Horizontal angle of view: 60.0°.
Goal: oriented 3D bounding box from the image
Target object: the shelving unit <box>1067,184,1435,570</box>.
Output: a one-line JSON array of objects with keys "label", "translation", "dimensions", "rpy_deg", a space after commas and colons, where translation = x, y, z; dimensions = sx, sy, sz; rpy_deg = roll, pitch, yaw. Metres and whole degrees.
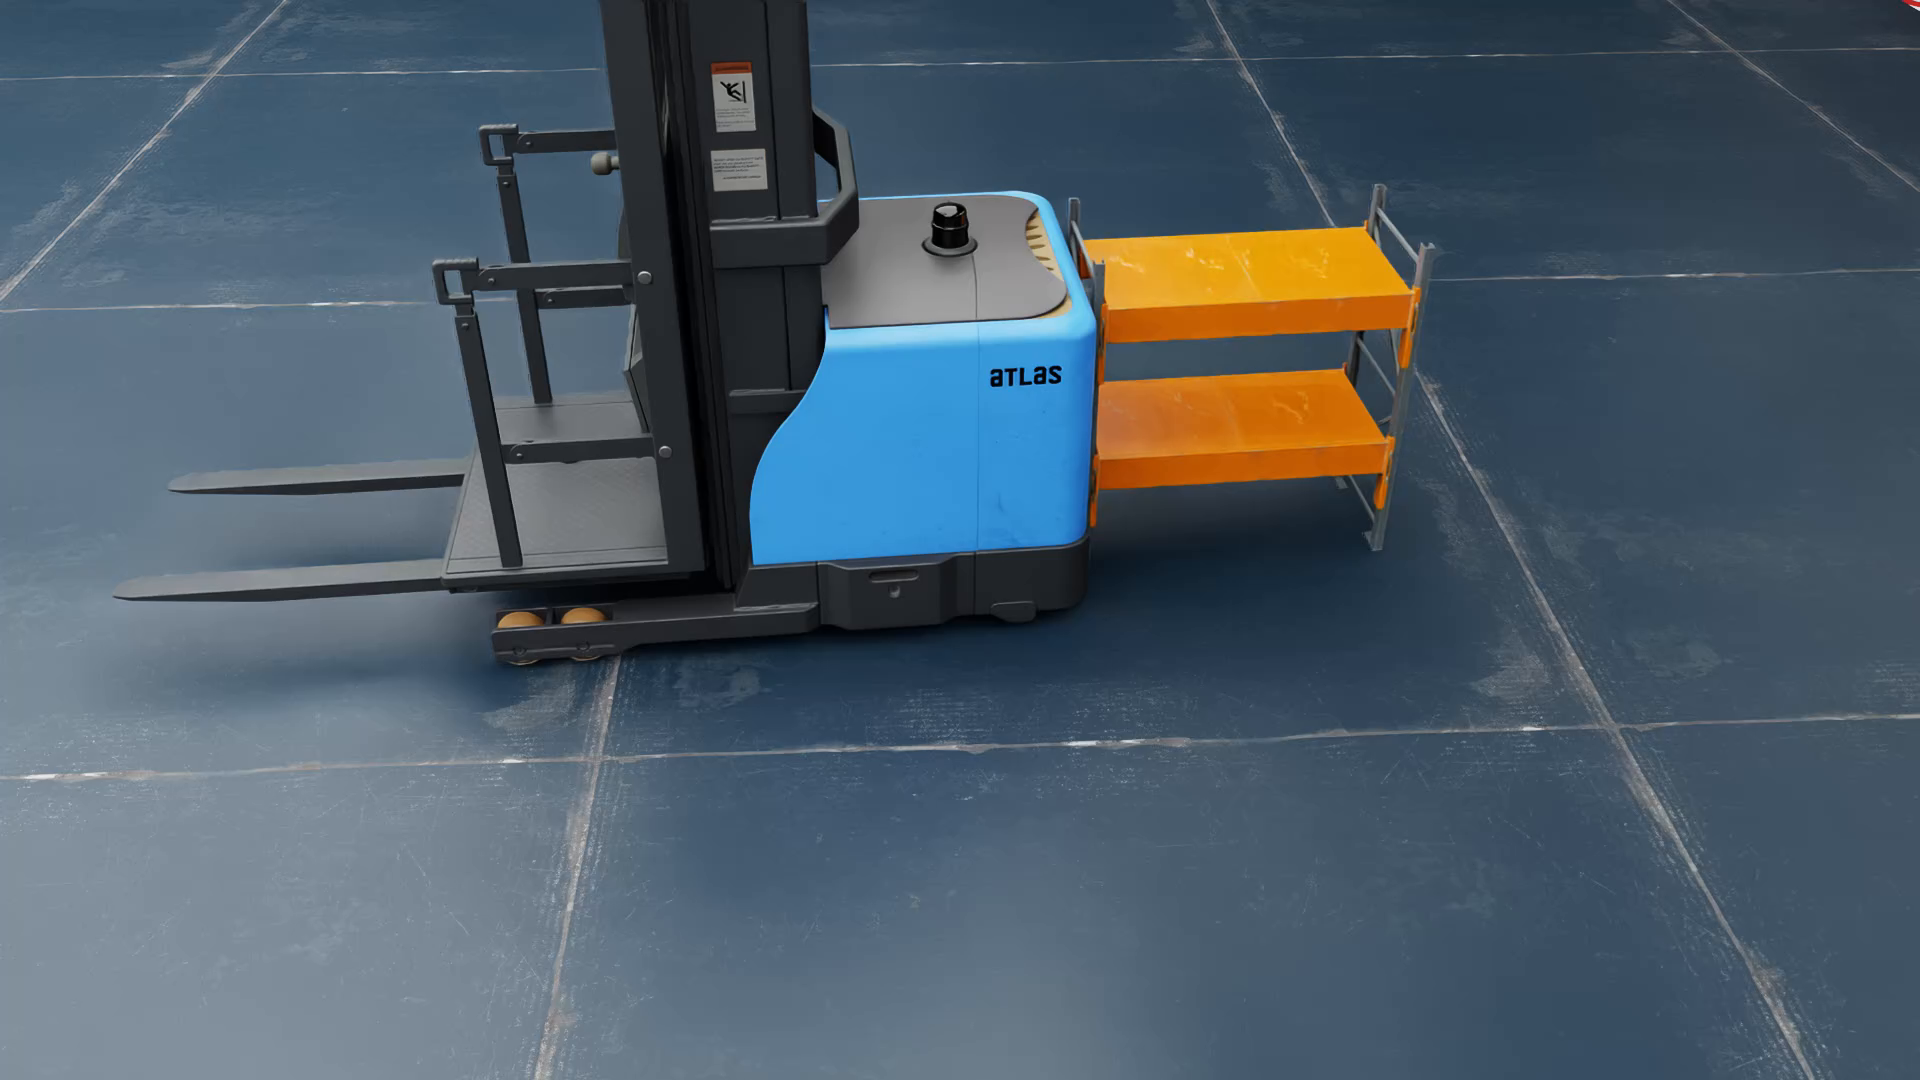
[{"label": "shelving unit", "translation": [0.898, -0.534, 5.533], "dimensions": [1.048, 1.125, 0.538], "rpy_deg": [-4, 35, -5]}]

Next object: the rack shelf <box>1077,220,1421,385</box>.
[{"label": "rack shelf", "translation": [0.898, -0.775, 5.367], "dimensions": [1.000, 0.278, 0.538], "rpy_deg": [-4, 35, -5]}]

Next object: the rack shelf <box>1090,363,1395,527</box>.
[{"label": "rack shelf", "translation": [0.898, -0.333, 5.672], "dimensions": [1.000, 0.278, 0.538], "rpy_deg": [-4, 35, -5]}]

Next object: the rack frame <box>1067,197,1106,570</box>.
[{"label": "rack frame", "translation": [0.393, -0.502, 5.487], "dimensions": [0.032, 1.125, 0.500], "rpy_deg": [-4, 35, -5]}]

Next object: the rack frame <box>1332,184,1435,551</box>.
[{"label": "rack frame", "translation": [1.403, -0.566, 5.579], "dimensions": [0.032, 1.125, 0.500], "rpy_deg": [-4, 35, -5]}]

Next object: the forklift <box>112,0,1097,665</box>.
[{"label": "forklift", "translation": [-1.140, -1.133, 4.812], "dimensions": [3.031, 2.935, 1.130], "rpy_deg": [-4, 35, -5]}]
